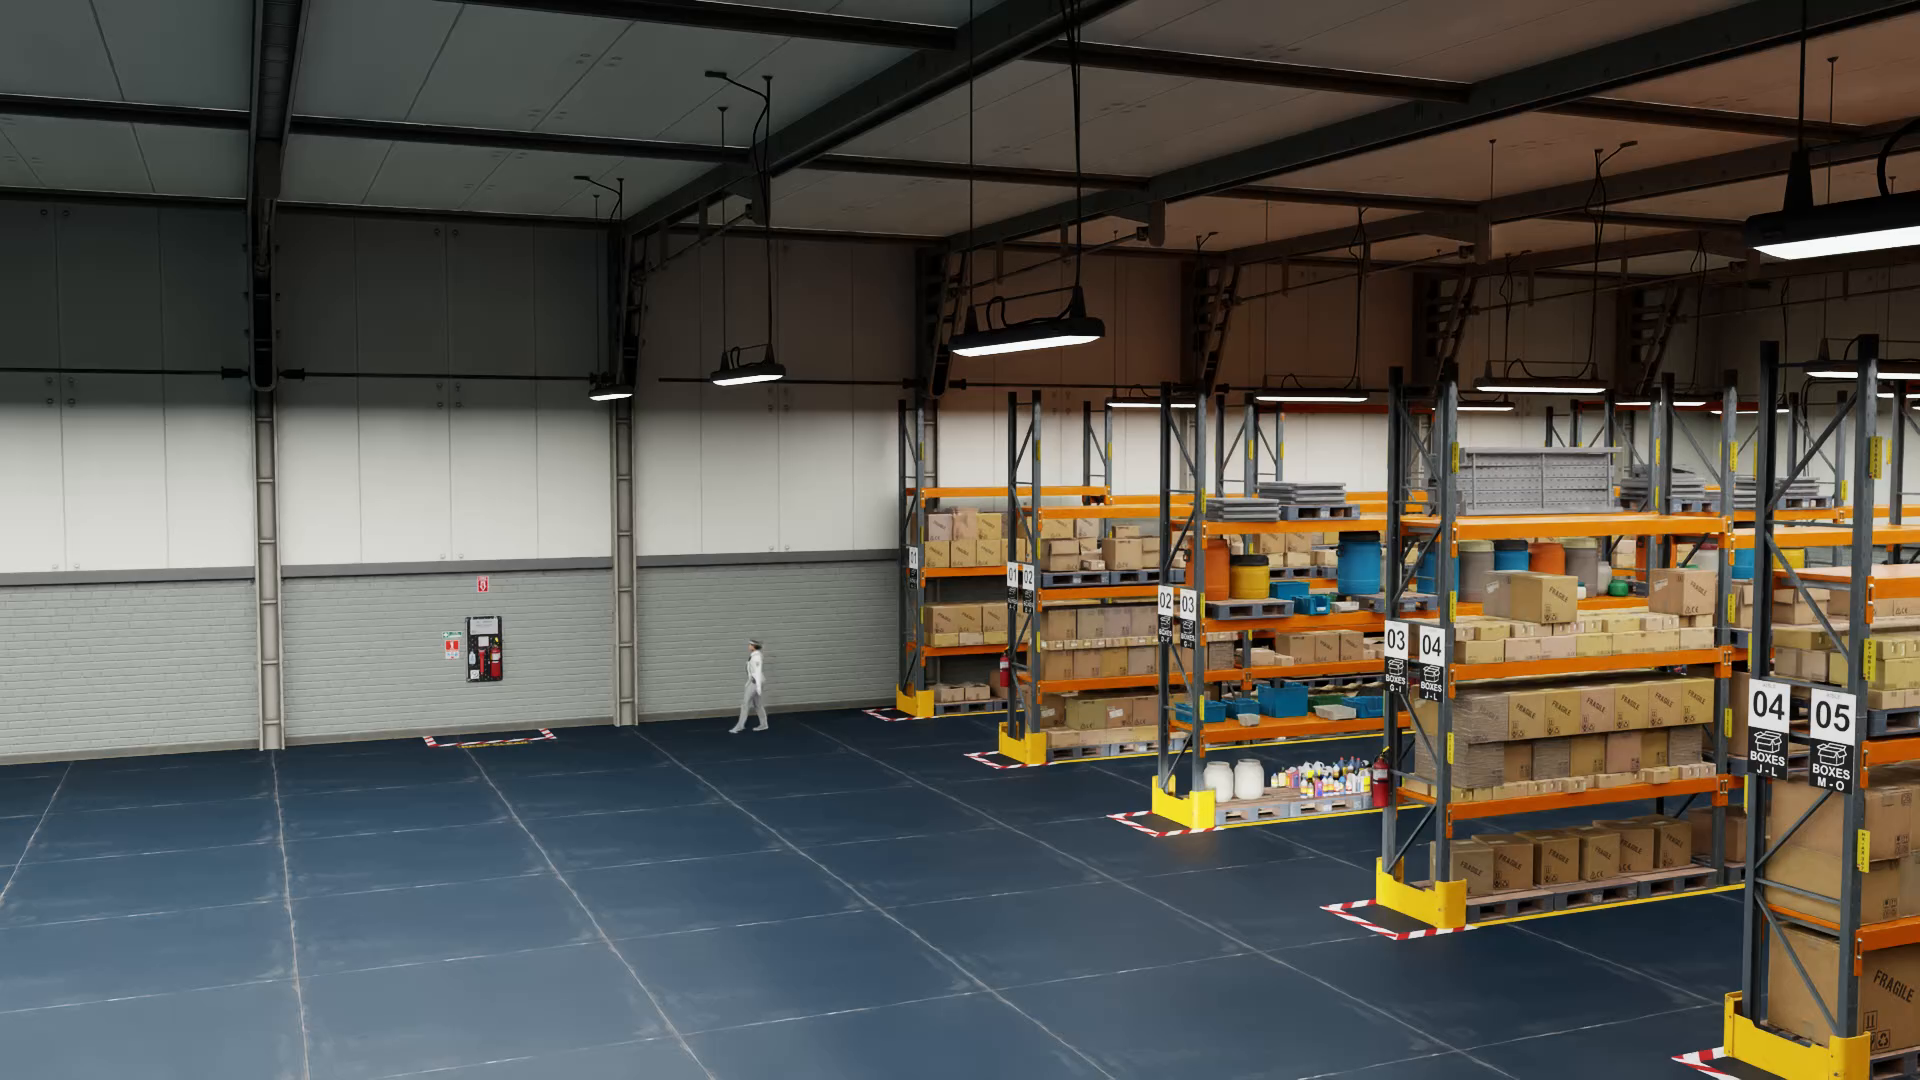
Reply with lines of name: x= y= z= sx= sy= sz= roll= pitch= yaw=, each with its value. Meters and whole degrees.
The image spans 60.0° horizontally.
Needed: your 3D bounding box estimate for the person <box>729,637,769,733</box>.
person: x=-3.769 y=2.589 z=29.794 sx=0.658 sy=1.667 sz=0.564 roll=0 pitch=3 yaw=4
